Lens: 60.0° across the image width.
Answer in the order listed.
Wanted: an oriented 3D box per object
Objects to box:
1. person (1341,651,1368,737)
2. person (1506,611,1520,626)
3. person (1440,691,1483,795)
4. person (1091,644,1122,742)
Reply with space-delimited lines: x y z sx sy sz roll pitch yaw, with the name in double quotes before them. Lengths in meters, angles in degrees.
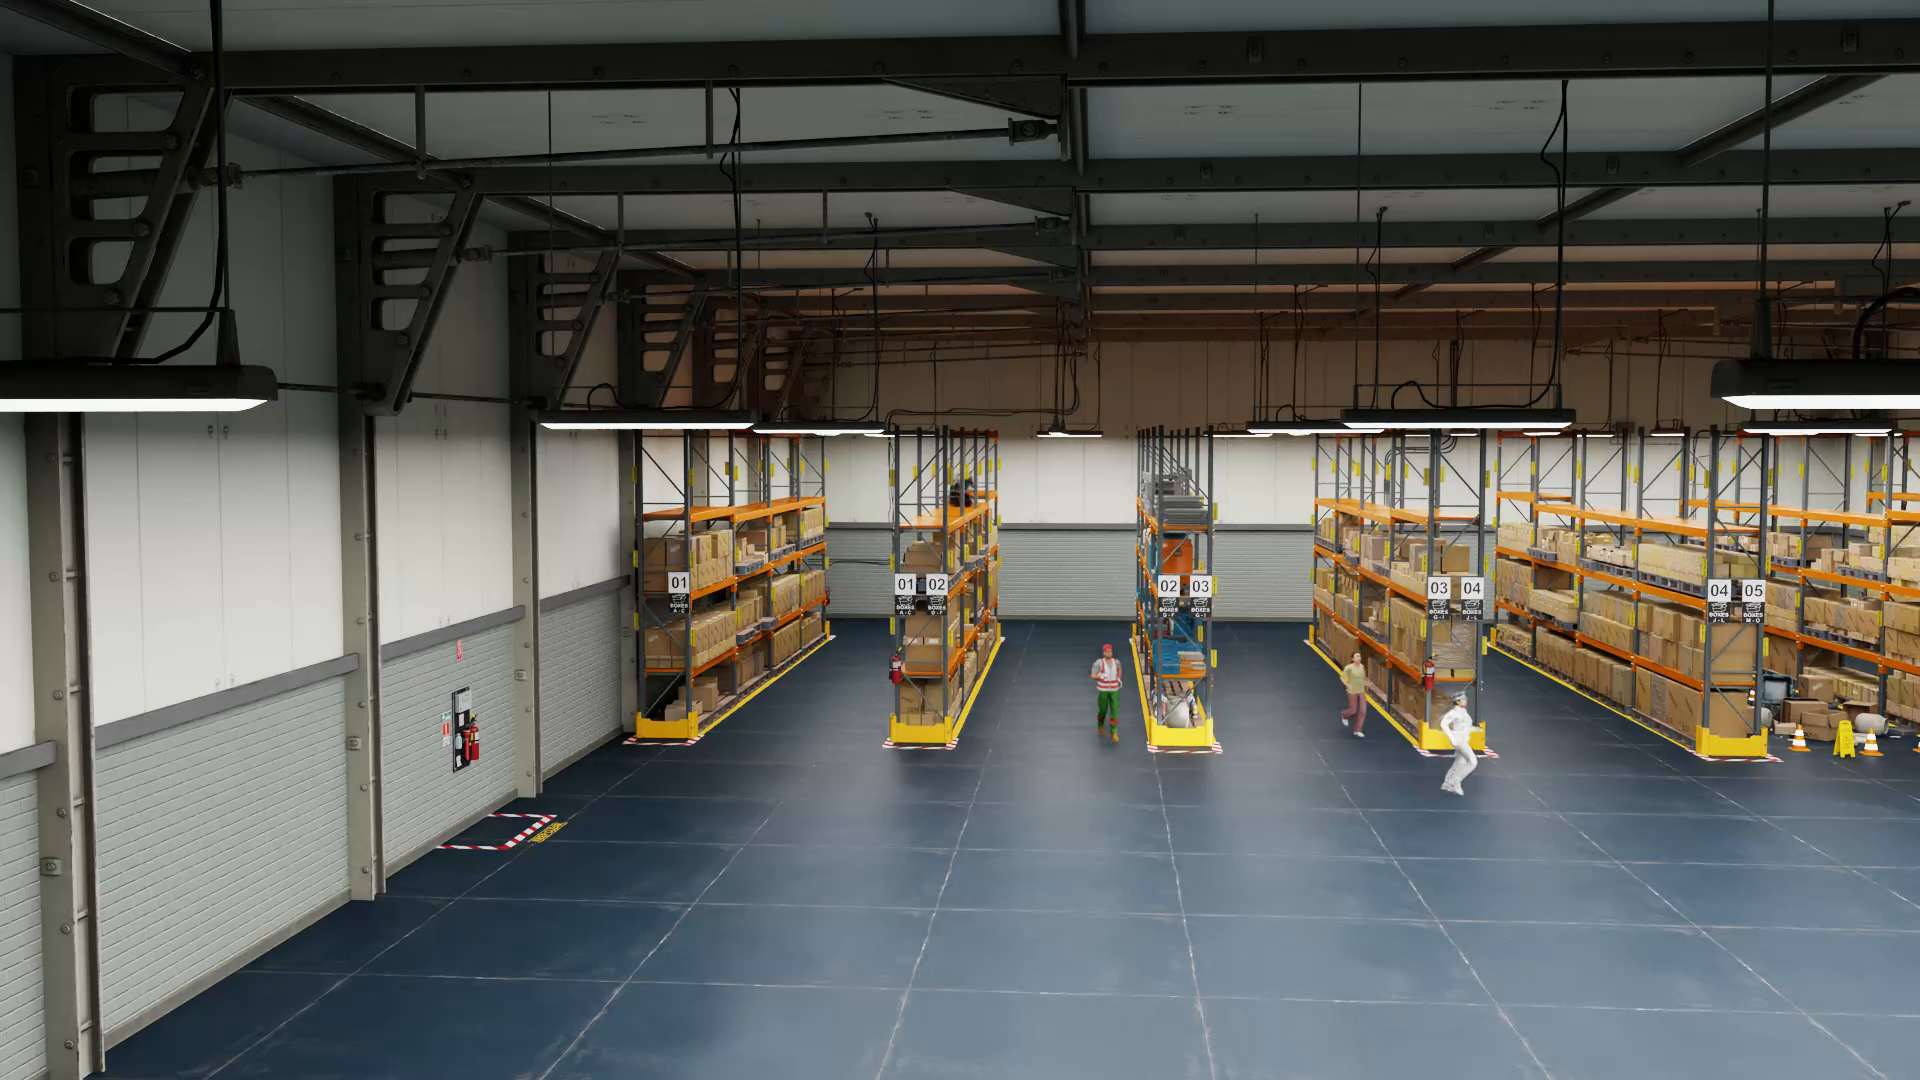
"person" 7.683 2.971 32.361 0.581 1.644 0.756 -1 4 -15
"person" 15.832 2.077 47.540 0.527 1.566 0.654 3 5 44
"person" 8.088 3.261 26.796 0.649 1.673 0.583 2 4 30
"person" 2.826 2.886 31.730 0.652 1.793 0.914 -1 3 -9
